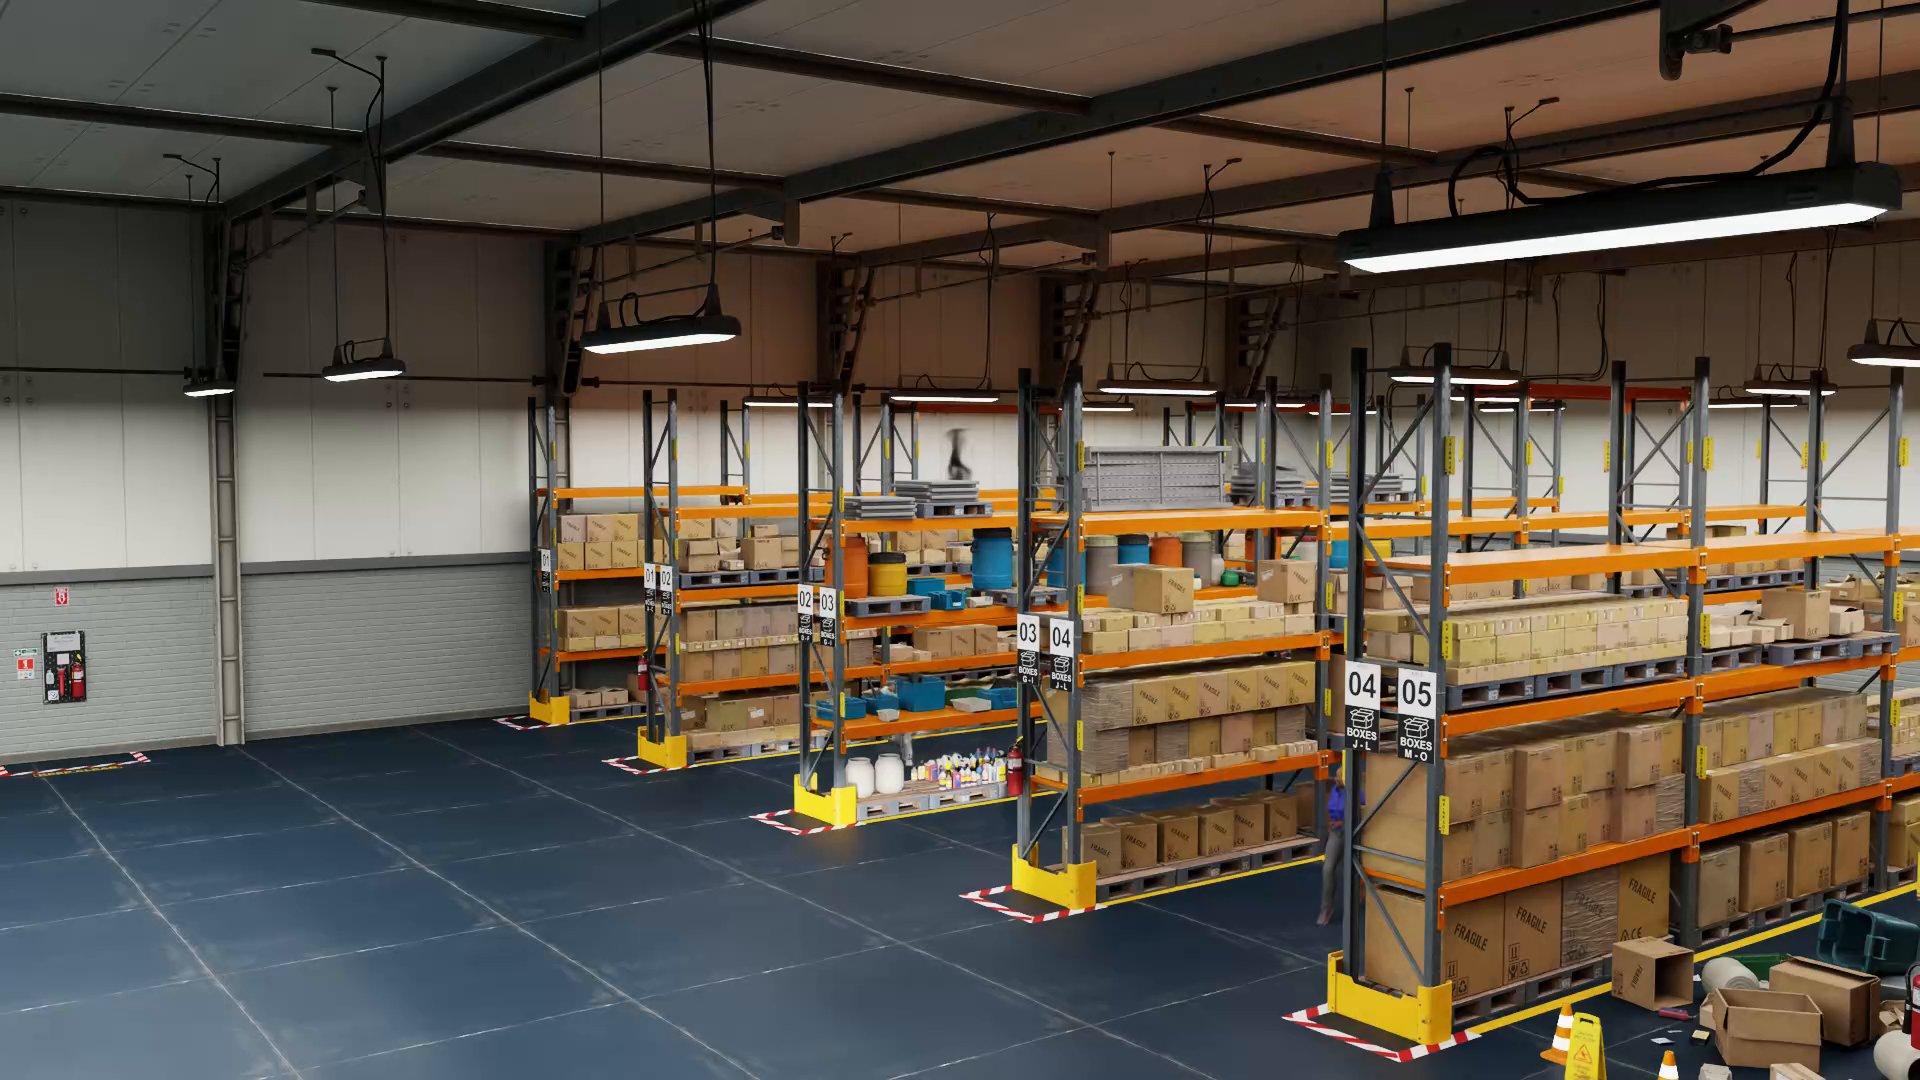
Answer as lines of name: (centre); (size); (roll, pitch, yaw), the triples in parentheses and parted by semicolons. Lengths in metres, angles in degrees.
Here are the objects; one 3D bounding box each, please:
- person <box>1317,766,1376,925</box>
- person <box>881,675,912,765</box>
person: (4.236, 3.291, 18.090); (0.532, 1.700, 1.025); (3, 4, 39)
person: (-1.006, 2.859, 26.408); (0.646, 1.496, 0.817); (2, 4, 25)
